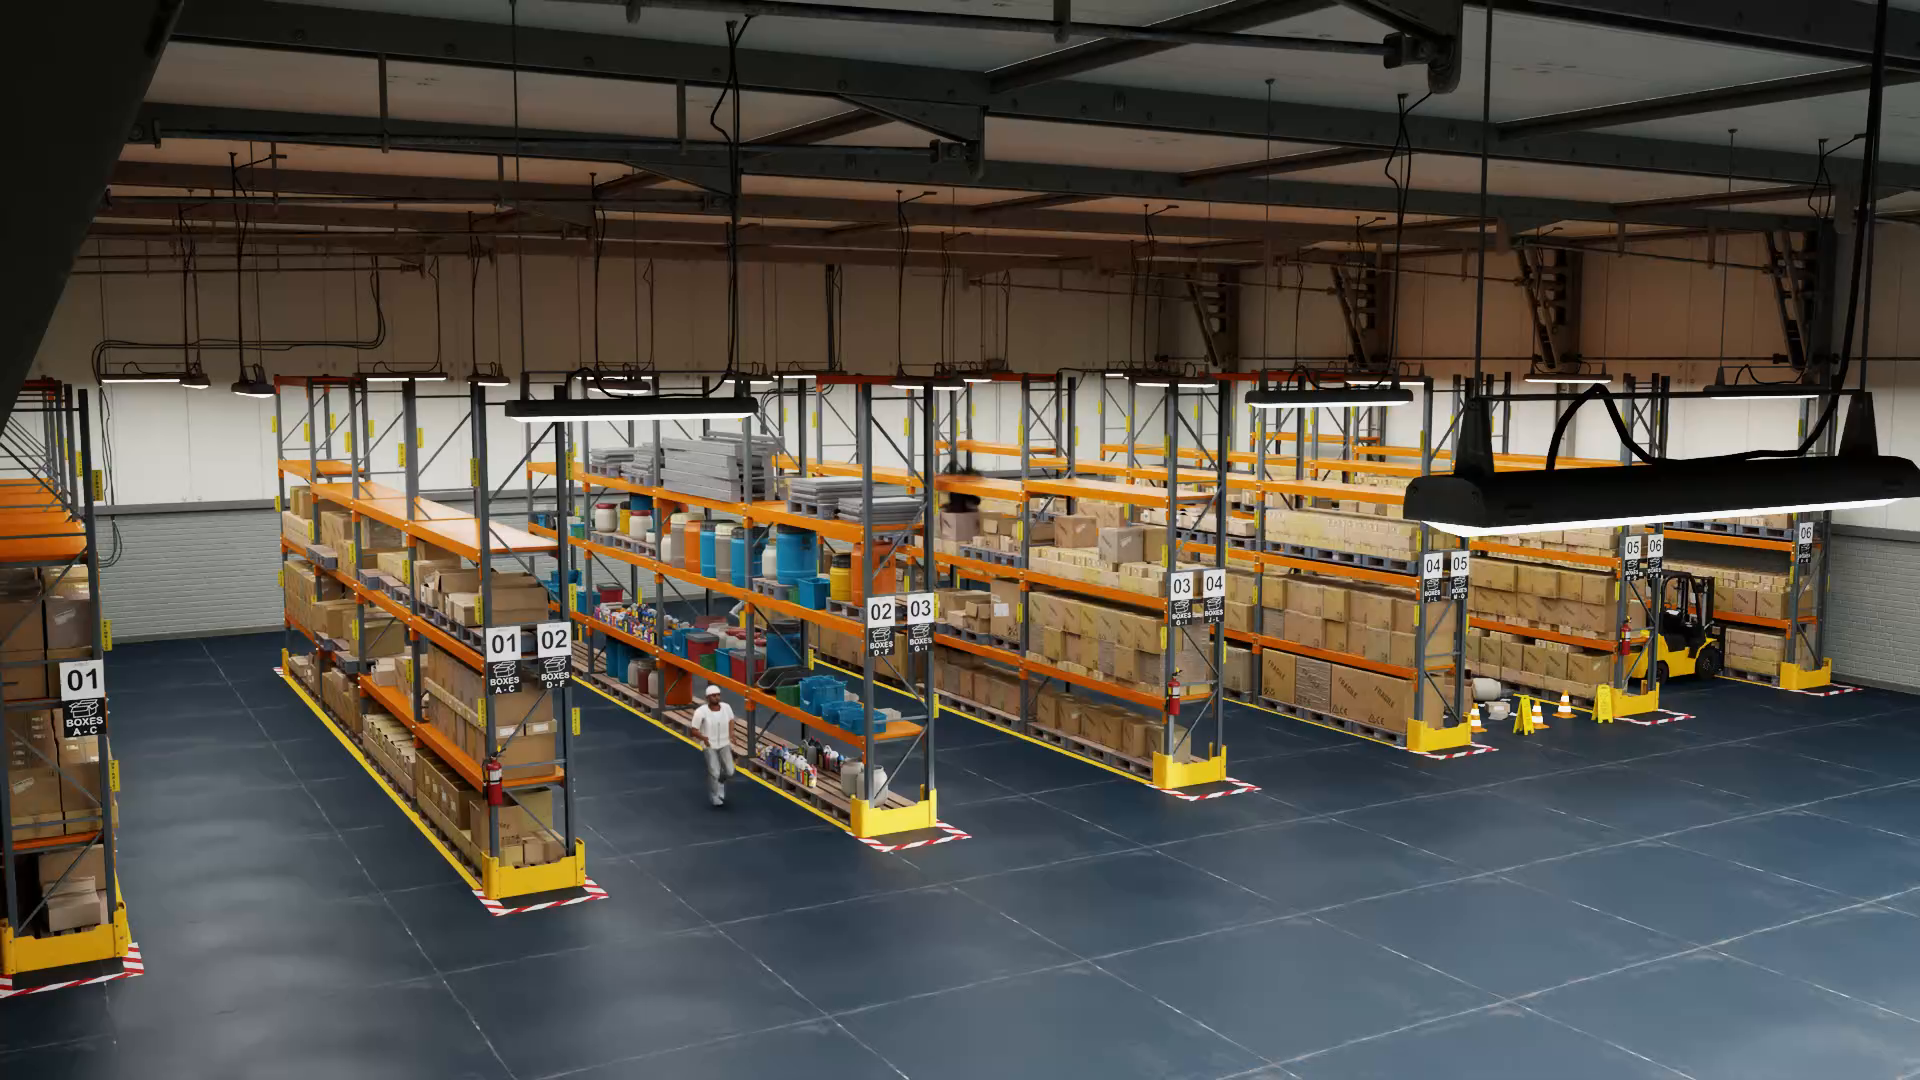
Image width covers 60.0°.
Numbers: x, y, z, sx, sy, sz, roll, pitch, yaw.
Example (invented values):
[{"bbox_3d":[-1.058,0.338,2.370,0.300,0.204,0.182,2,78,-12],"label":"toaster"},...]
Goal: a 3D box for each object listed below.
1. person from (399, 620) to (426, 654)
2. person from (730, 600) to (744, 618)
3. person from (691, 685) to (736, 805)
[{"bbox_3d":[-11.236,1.829,34.038,0.816,1.604,0.632,5,8,41],"label":"person"},{"bbox_3d":[-5.033,1.117,39.940,0.991,1.659,0.594,-1,6,-9],"label":"person"},{"bbox_3d":[-3.434,2.902,23.475,0.674,1.721,0.569,-4,7,-29],"label":"person"}]
